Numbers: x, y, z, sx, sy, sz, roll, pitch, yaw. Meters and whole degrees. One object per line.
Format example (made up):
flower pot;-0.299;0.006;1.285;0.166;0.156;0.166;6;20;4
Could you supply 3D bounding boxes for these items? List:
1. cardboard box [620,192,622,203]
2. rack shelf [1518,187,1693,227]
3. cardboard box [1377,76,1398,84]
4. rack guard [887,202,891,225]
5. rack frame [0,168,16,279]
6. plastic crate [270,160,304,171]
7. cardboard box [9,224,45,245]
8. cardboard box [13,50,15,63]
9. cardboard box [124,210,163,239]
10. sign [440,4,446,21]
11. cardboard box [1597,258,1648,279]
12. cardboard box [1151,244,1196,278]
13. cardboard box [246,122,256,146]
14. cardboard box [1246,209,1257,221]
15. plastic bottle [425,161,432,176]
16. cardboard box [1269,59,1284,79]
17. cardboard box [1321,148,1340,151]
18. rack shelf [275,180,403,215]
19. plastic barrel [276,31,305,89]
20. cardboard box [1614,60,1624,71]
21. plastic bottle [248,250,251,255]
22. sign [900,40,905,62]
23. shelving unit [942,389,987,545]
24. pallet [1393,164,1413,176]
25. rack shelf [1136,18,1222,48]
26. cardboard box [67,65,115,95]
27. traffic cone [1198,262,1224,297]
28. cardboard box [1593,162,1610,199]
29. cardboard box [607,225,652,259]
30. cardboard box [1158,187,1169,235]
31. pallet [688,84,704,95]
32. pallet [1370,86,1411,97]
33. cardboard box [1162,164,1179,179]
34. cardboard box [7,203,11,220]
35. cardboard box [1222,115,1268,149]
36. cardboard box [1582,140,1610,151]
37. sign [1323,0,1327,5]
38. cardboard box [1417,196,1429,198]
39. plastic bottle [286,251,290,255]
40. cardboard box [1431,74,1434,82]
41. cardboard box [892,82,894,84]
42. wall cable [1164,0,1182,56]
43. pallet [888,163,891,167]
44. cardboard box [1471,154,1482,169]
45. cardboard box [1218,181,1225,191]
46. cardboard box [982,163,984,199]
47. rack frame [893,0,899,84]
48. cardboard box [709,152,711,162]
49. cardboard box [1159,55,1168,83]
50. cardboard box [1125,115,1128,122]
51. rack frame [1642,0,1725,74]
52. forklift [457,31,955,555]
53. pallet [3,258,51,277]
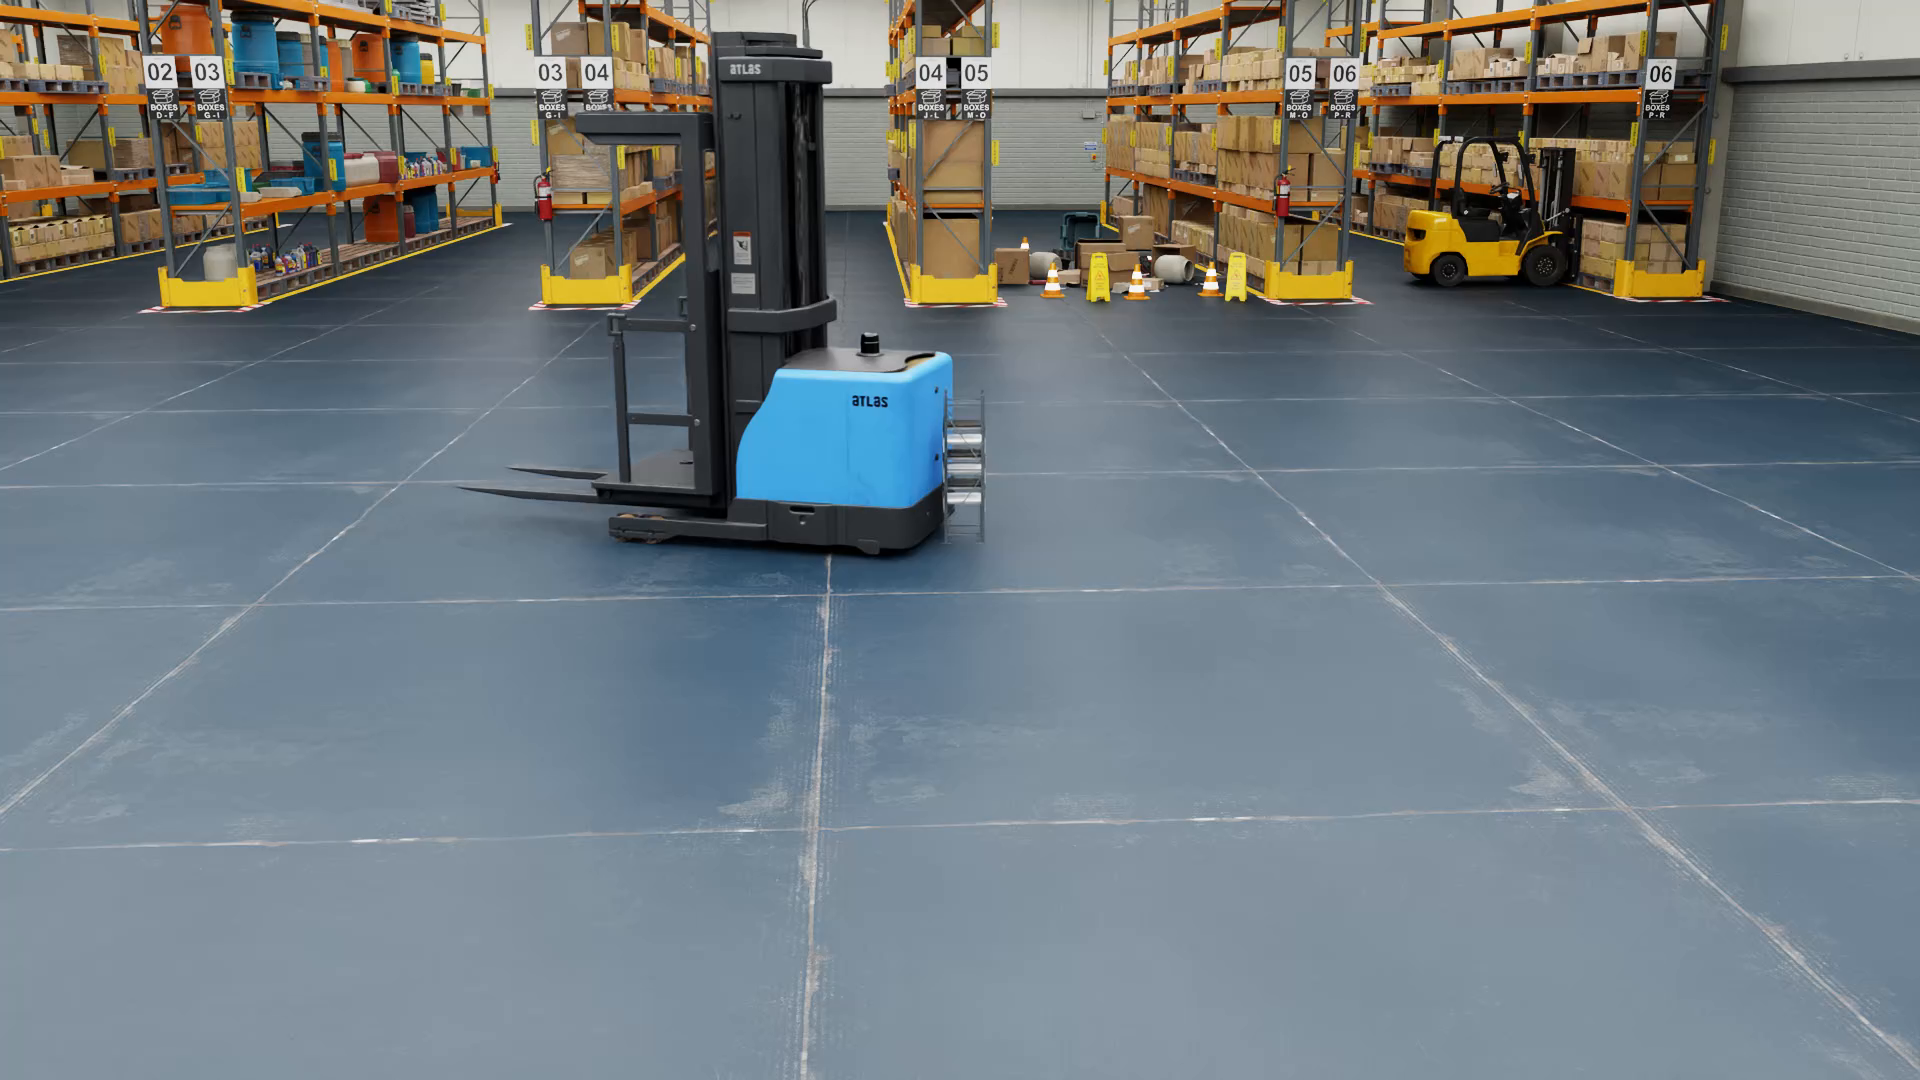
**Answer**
cardboard box;-4.819;-4.677;22.689;0.380;0.149;0.250;-1;14;-3
rack shelf;9.678;-5.041;25.044;1.077;0.370;4.000;-1;14;-3
cardboard box;8.662;-9.314;33.648;0.380;0.149;0.250;-1;14;-3
rack guard;-1.073;-7.463;38.029;1.175;0.500;0.348;-1;14;-3
rack frame;-15.178;-5.505;25.401;1.000;3.000;0.127;-1;14;-3
plastic crate;-10.569;-5.727;26.136;0.402;0.464;0.583;-1;14;-3
cardboard box;-14.981;-4.879;26.520;0.500;0.311;0.500;-1;14;-4
cardboard box;-20.548;-10.229;35.495;0.500;0.500;0.500;-1;14;-4
cardboard box;-15.233;-5.874;30.972;0.500;0.500;0.500;-1;14;-4
sign;-10.181;-10.382;32.737;0.100;0.325;0.005;-1;14;-3
cardboard box;9.458;-3.876;23.747;0.500;0.250;0.500;-1;14;-3
cardboard box;3.309;-4.313;25.780;0.500;0.500;0.500;10;18;35
cardboard box;-15.587;-8.790;35.961;0.500;0.500;0.500;0;14;-2
cardboard box;4.421;-4.777;24.443;0.380;0.149;0.250;0;14;-1
plastic bottle;-10.329;-7.200;32.241;0.152;0.276;0.135;-1;14;-3
cardboard box;4.548;-6.462;22.806;0.500;0.250;0.500;-1;14;-4
cardboard box;8.570;-8.826;38.014;0.500;0.250;0.500;-1;14;-3
rack shelf;-10.358;-5.729;27.717;1.077;0.370;4.000;-1;14;-3
plastic barrel;-10.482;-7.399;25.737;0.600;0.901;0.708;-1;14;-3
cardboard box;9.448;-6.677;23.397;0.380;0.149;0.250;-1;14;-5
plastic bottle;-10.618;-4.182;24.828;0.061;0.283;0.133;0;14;-1
sign;-0.875;-7.553;25.672;0.100;0.325;0.005;-1;14;-3
shelving unit;0.025;-0.435;9.910;0.258;0.900;0.210;0;14;-1
pallet;9.181;-7.273;32.658;1.003;0.211;1.213;-1;14;-3
rack shelf;4.229;-9.665;31.778;1.077;0.370;4.000;-1;14;-3
cardboard box;-15.487;-8.109;29.301;0.910;0.500;0.500;-1;14;-3
traffic cone;3.534;-3.673;23.374;0.336;0.463;0.334;-1;14;-3
cardboard box;9.487;-5.188;23.971;0.500;0.500;0.500;0;14;-2
cardboard box;-5.307;-4.812;26.843;0.700;0.500;0.500;-2;15;-8
cardboard box;4.342;-6.374;32.200;0.875;0.875;0.875;-1;14;-3
pallet;-5.826;-9.260;34.153;1.003;0.211;1.213;-1;14;-3
pallet;9.029;-9.075;33.636;1.213;0.211;1.003;-1;14;-3
cardboard box;4.062;-6.854;30.945;0.500;0.250;0.500;-1;14;-5
cardboard box;-20.659;-6.982;35.318;0.700;0.500;0.500;-1;14;-5
cardboard box;4.421;-6.246;25.479;0.700;0.500;0.500;-1;14;-3
cardboard box;9.390;-5.801;24.452;0.380;0.149;0.250;-1;14;-2
sign;8.269;-12.259;37.581;0.100;0.325;0.005;-1;14;-3
cardboard box;9.420;-6.838;33.457;0.380;0.149;0.250;0;14;-2
plastic bottle;-9.975;-4.152;24.711;0.061;0.283;0.133;-1;14;-3
cardboard box;9.057;-8.670;31.185;0.380;0.149;0.250;-1;14;-2
cardboard box;-1.112;-9.431;33.938;0.500;0.250;0.500;-2;15;-6
wall cable;6.757;-13.172;43.088;2.988;3.039;0.133;-1;14;-3
pallet;-0.927;-7.412;33.201;1.003;0.211;1.213;-1;14;-3
cardboard box;9.191;-6.556;28.784;0.500;0.250;0.500;-1;14;-3
cardboard box;4.300;-5.605;26.294;0.380;0.149;0.250;-1;14;-4
cardboard box;-0.119;-5.155;23.742;0.875;0.550;0.550;-1;14;-3
rack frame;-0.830;-10.603;33.177;1.000;3.000;0.127;-1;14;-3
cardboard box;-5.677;-8.343;36.138;0.500;0.250;0.500;-1;14;-5
cardboard box;4.102;-8.752;30.960;0.700;0.500;0.500;-2;15;-6
cardboard box;3.752;-9.037;35.619;0.380;0.149;0.250;-1;14;-5
rack frame;9.802;-7.798;22.274;1.000;3.000;0.127;-1;14;-3
forklift;-1.609;-1.517;10.041;3.031;2.935;1.130;4;15;15
pallet;-15.263;-4.337;26.458;1.003;0.211;1.213;-1;14;-3
